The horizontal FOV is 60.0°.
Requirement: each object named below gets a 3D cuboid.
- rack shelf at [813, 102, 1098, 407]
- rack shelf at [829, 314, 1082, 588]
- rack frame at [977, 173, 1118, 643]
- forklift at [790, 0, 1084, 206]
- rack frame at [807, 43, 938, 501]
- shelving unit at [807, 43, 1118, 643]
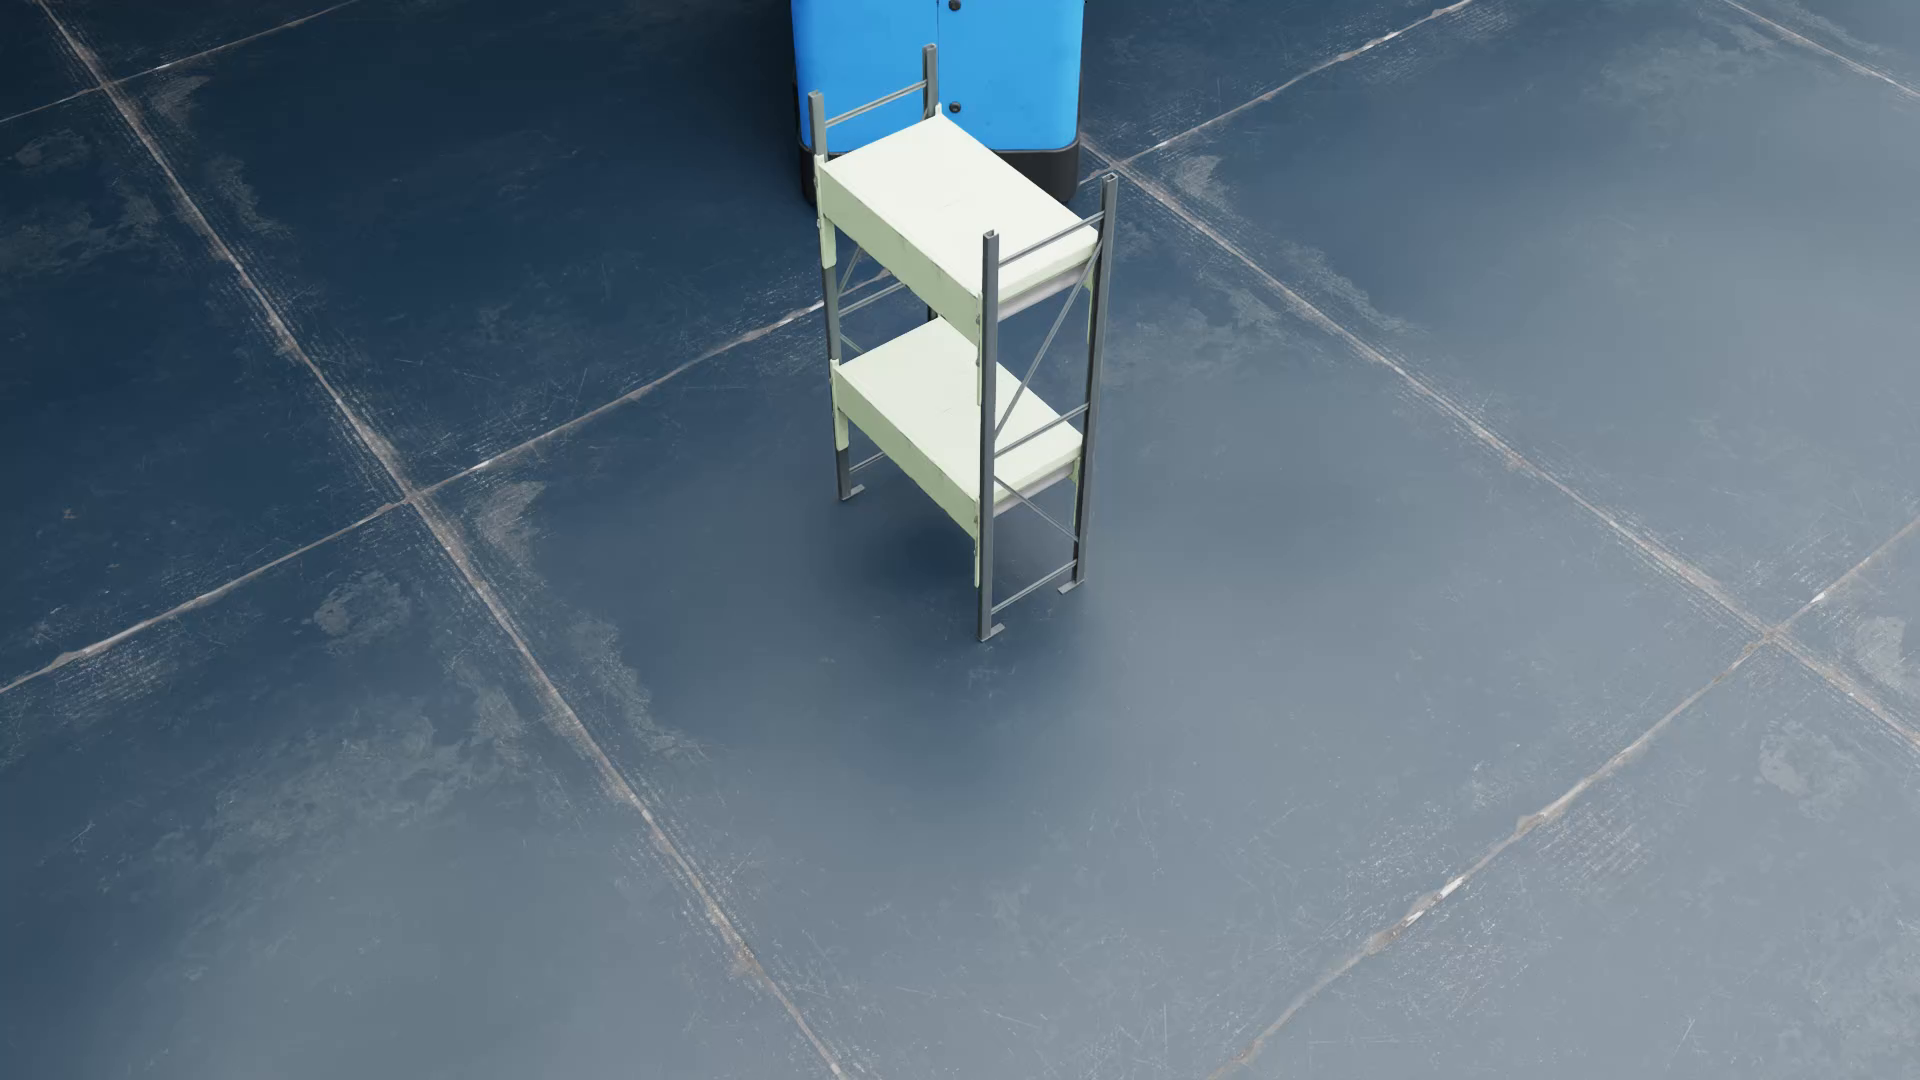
[{"bbox_3d":[-0.004,-0.770,4.409,0.431,0.370,0.720,-29,54,-24],"label":"rack shelf"},{"bbox_3d":[-0.004,-0.289,4.939,0.431,0.370,0.720,-29,54,-24],"label":"rack shelf"},{"bbox_3d":[0.218,-0.292,4.502,0.400,1.500,0.023,-29,54,-24],"label":"rack frame"},{"bbox_3d":[-0.110,-3.321,6.282,1.130,2.935,3.031,-1,48,-1],"label":"forklift"},{"bbox_3d":[-0.226,-0.723,4.894,0.400,1.500,0.023,-29,54,-24],"label":"rack frame"},{"bbox_3d":[-0.004,-0.508,4.698,0.431,1.500,0.755,-29,54,-24],"label":"shelving unit"}]
